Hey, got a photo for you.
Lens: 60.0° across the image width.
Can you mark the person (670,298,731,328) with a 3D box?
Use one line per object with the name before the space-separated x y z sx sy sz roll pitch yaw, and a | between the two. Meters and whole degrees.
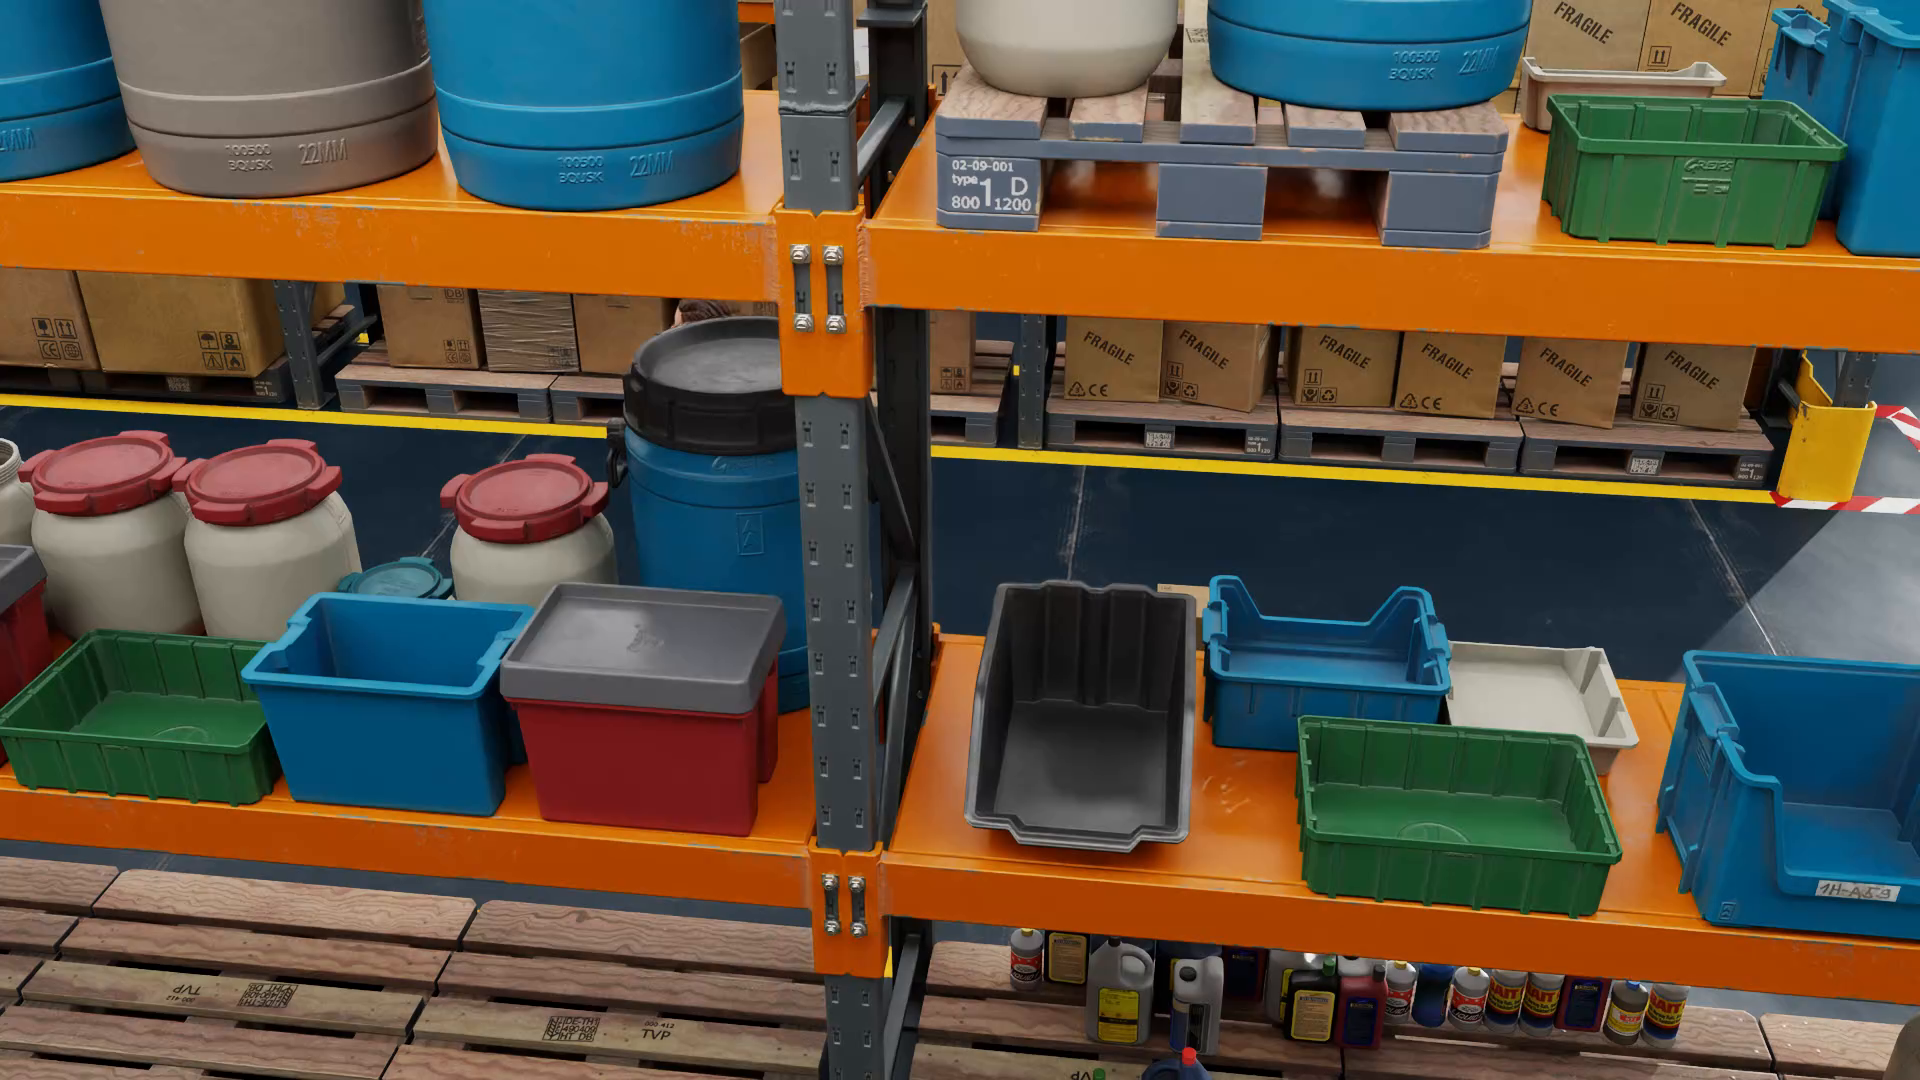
person | -1.037 -0.179 6.426 0.979 1.613 0.459 -4 29 -6
